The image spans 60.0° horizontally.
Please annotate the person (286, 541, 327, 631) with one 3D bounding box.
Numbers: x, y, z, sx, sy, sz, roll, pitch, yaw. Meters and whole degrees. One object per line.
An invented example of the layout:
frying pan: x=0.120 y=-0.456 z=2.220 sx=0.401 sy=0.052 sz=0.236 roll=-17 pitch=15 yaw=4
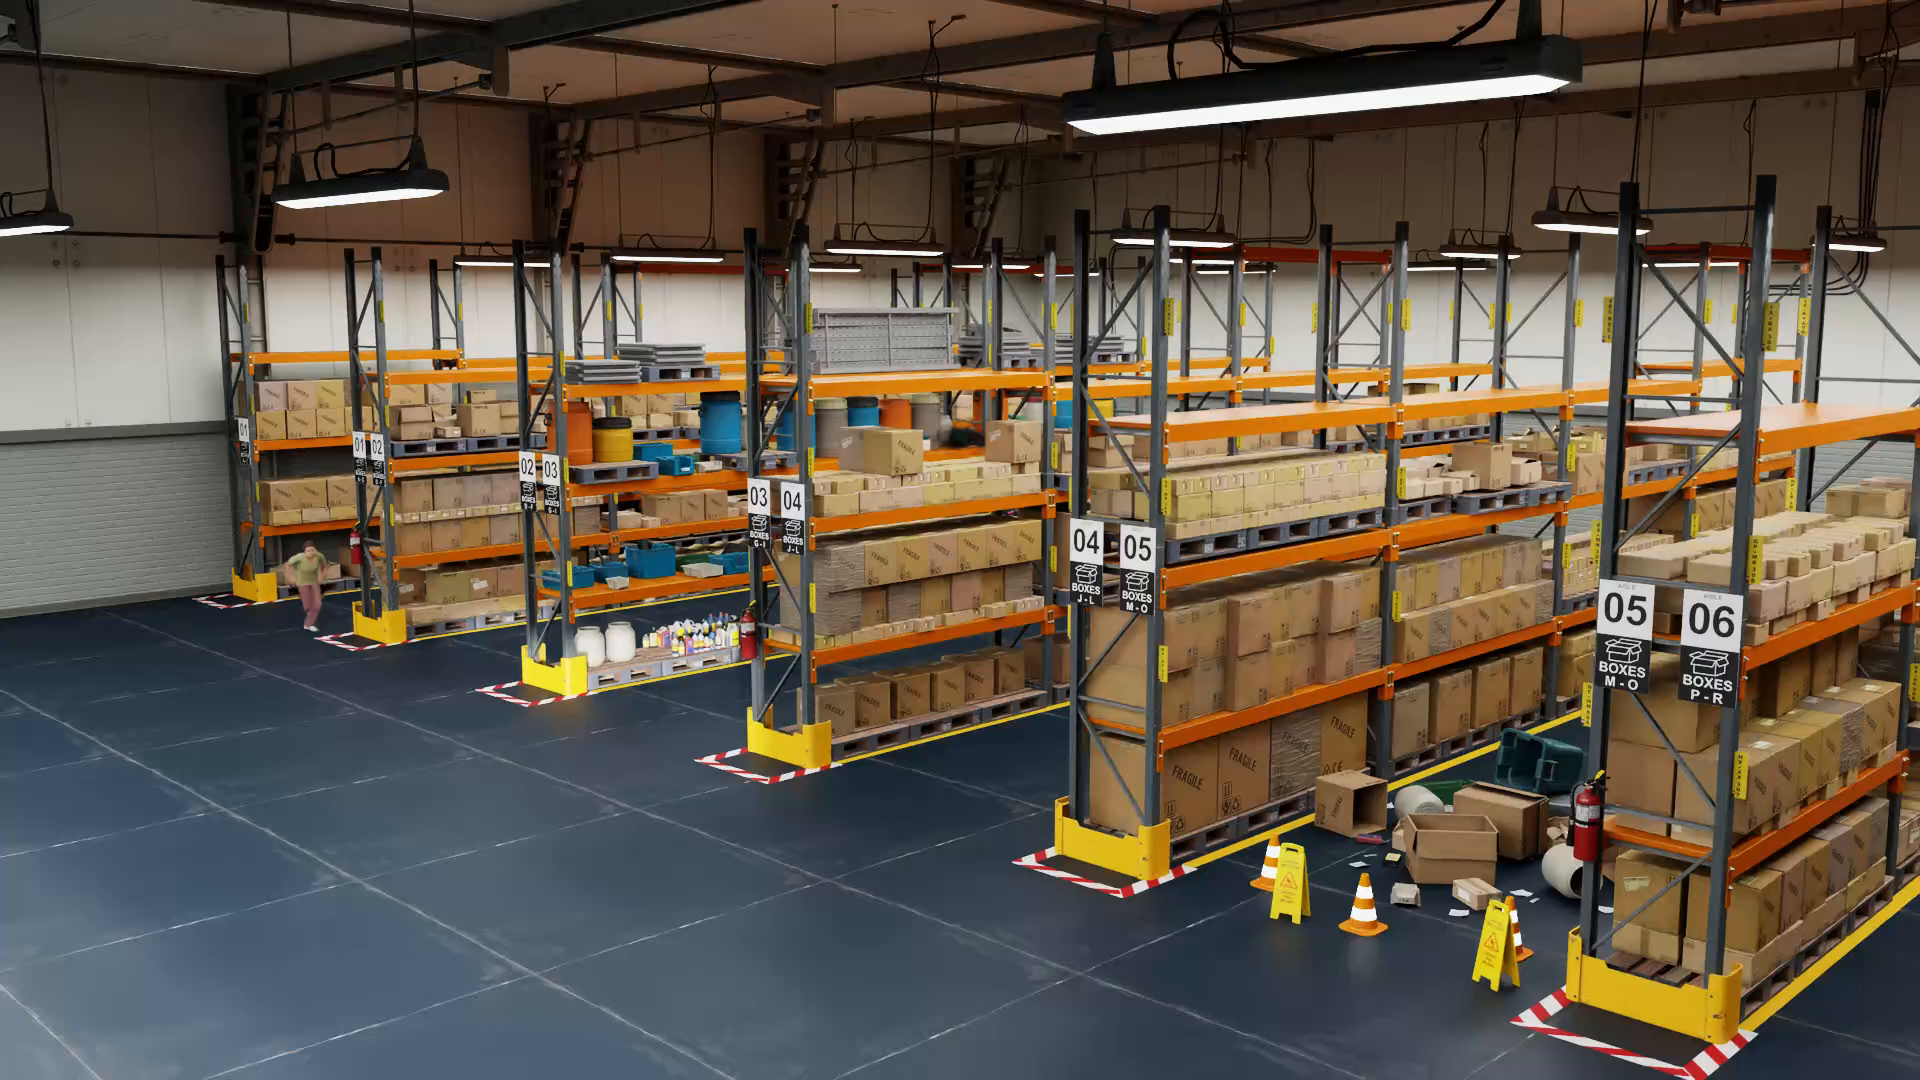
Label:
person: x=-10.349 y=0.717 z=26.345 sx=0.600 sy=1.487 sz=0.838 roll=-4 pitch=9 yaw=-28
